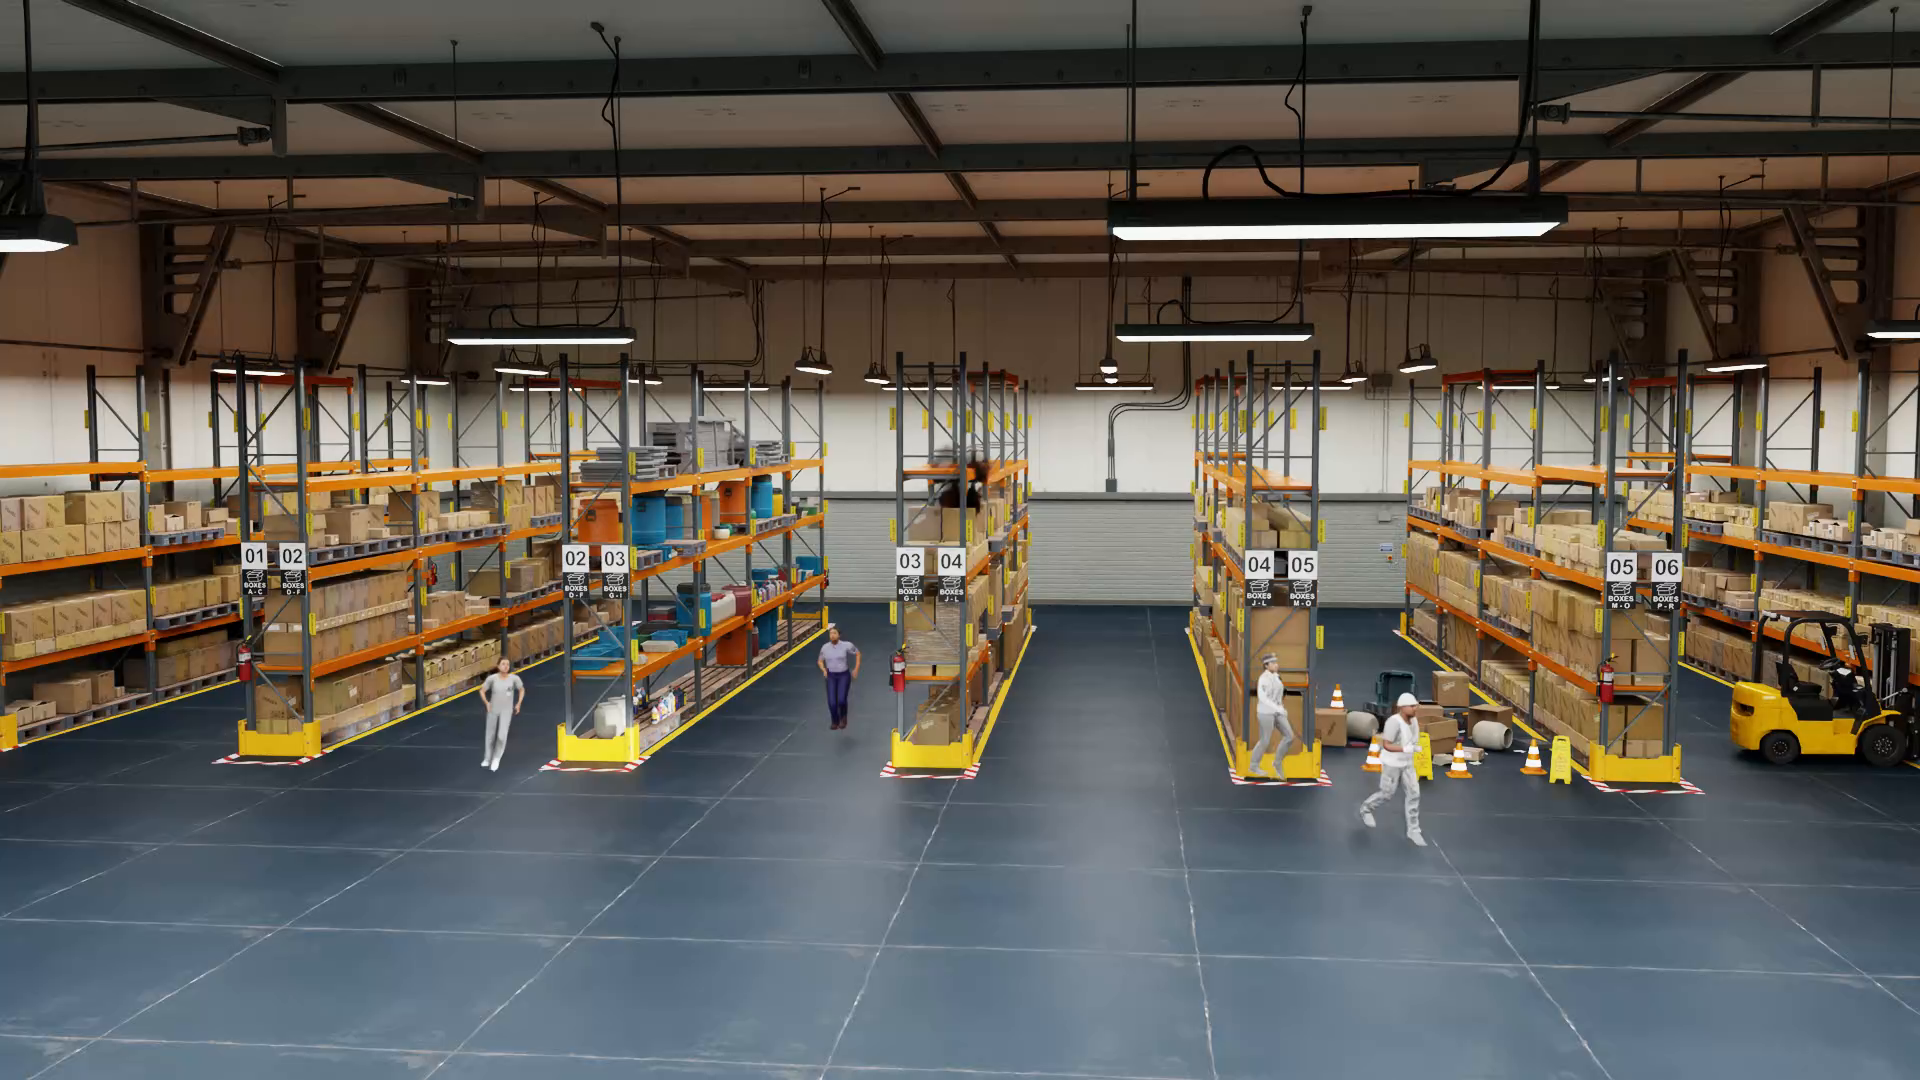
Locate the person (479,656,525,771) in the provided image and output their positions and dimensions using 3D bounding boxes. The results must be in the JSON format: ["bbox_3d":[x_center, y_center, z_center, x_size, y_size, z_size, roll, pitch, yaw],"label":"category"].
[{"bbox_3d":[-6.593,2.486,23.932,0.624,1.637,0.637,-1,4,-12],"label":"person"}]

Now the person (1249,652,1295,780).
[{"bbox_3d":[4.141,2.345,22.172,0.590,1.730,0.629,3,5,34],"label":"person"}]

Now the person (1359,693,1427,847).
[{"bbox_3d":[5.208,2.716,19.949,0.712,1.813,0.976,-3,5,-39],"label":"person"}]

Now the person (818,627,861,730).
[{"bbox_3d":[-1.865,2.121,25.382,0.632,1.597,0.630,1,4,10],"label":"person"}]
